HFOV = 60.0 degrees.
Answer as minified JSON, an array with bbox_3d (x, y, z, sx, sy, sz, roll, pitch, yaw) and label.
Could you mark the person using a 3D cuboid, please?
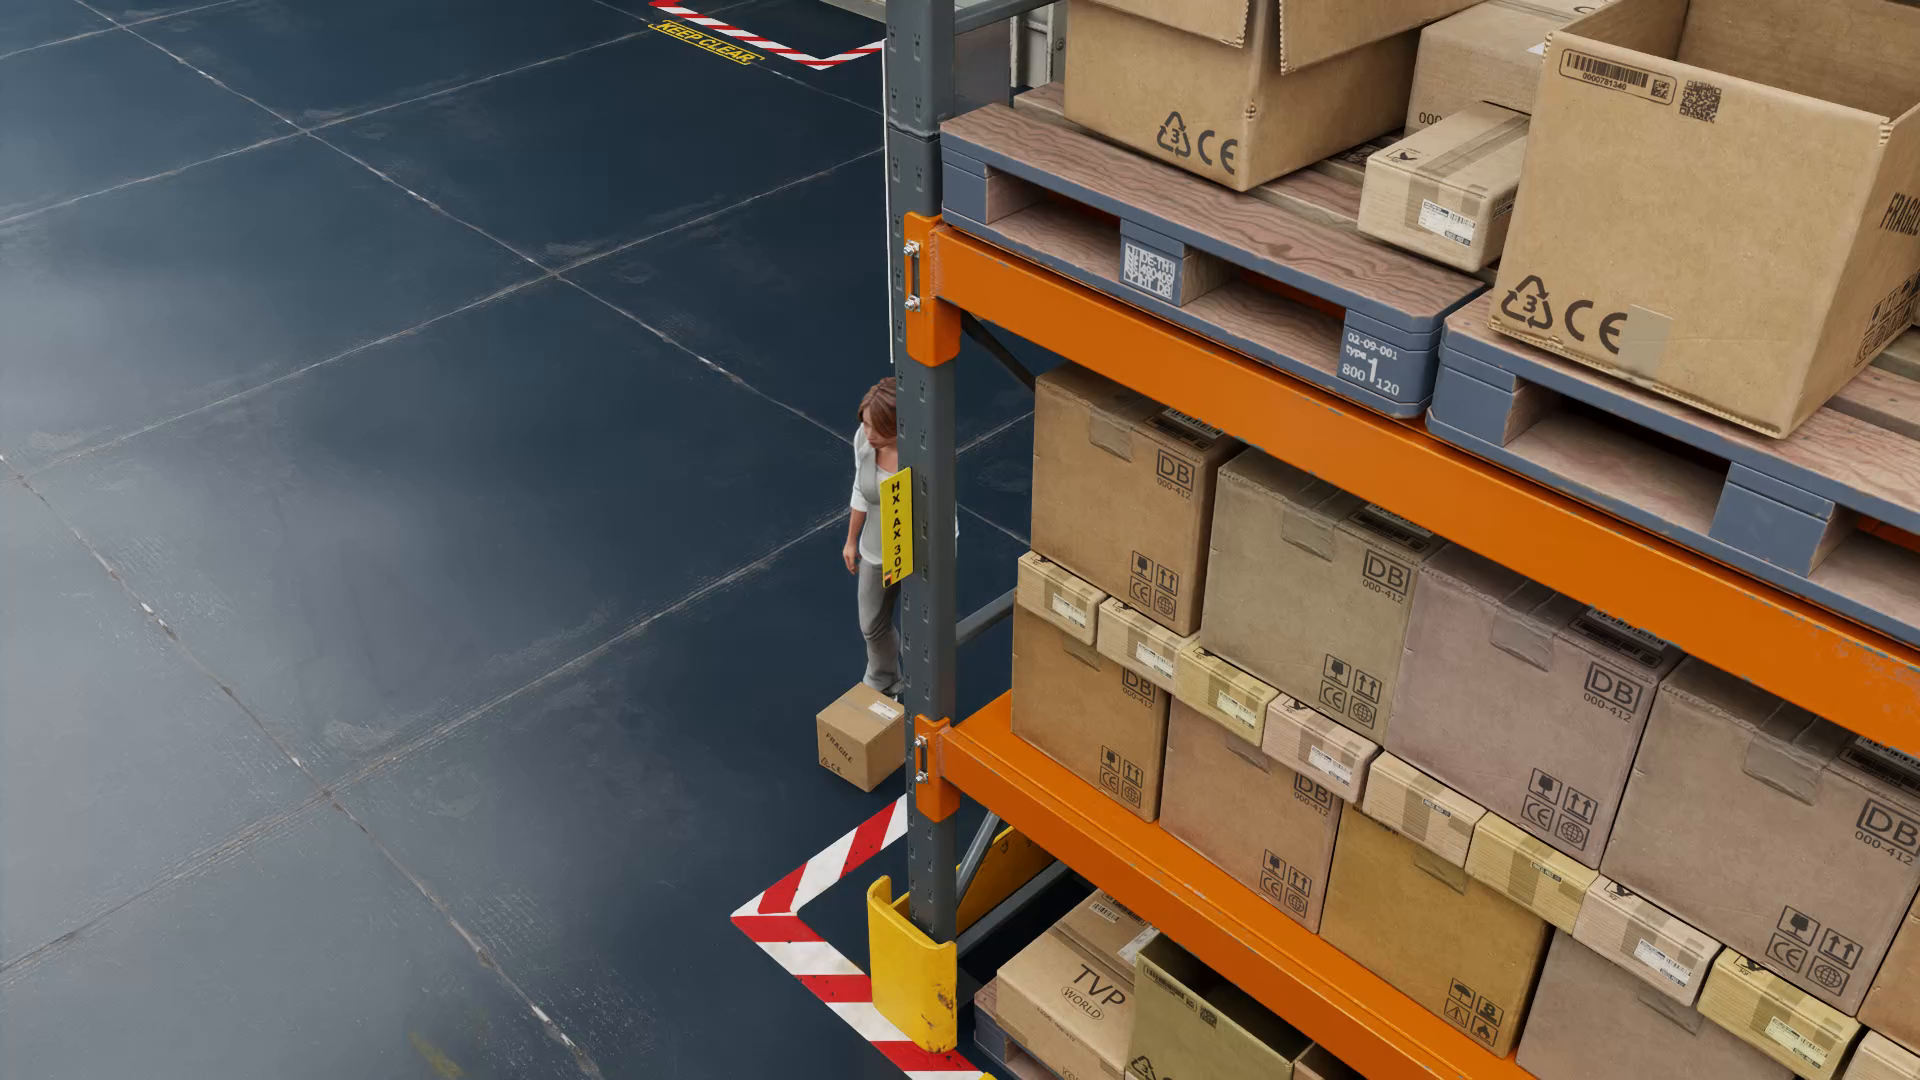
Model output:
[{"bbox_3d":[-0.217,0.089,6.042,0.480,1.582,0.346,25,43,31],"label":"person"}]
